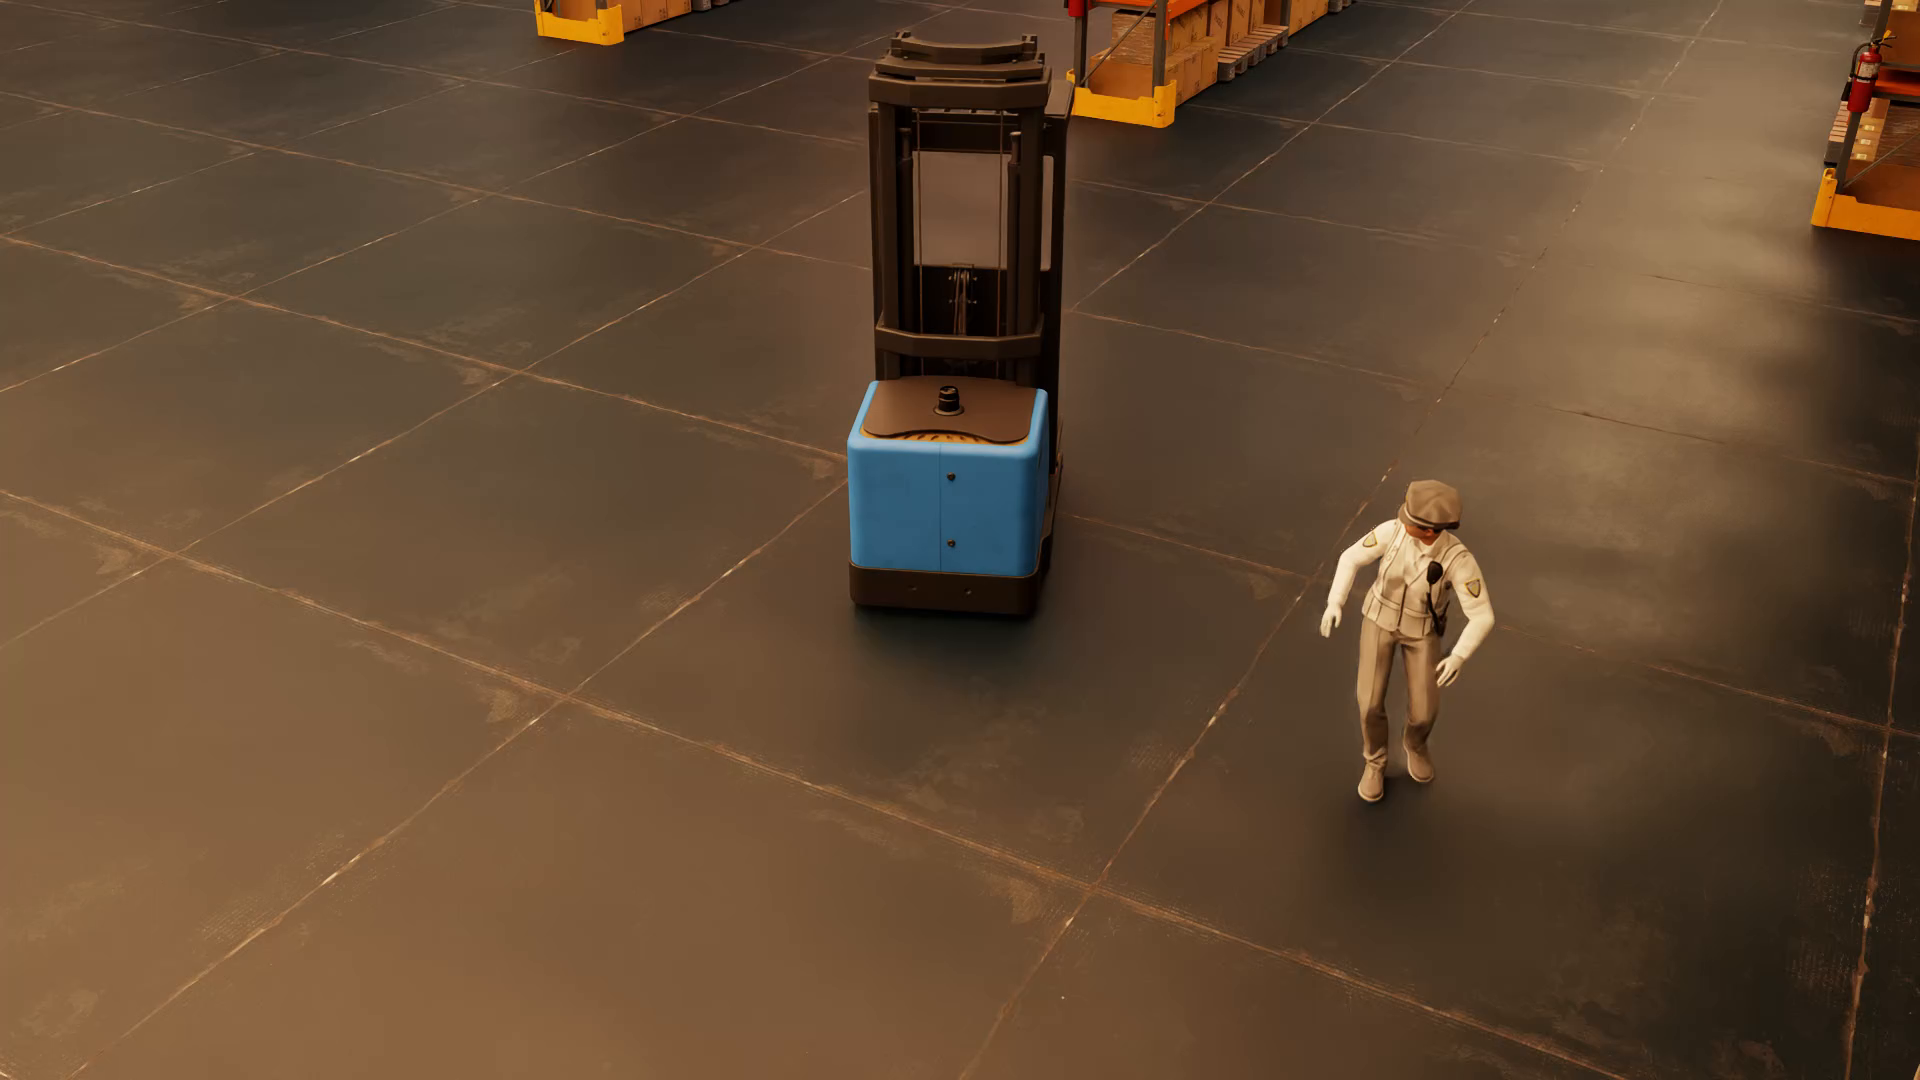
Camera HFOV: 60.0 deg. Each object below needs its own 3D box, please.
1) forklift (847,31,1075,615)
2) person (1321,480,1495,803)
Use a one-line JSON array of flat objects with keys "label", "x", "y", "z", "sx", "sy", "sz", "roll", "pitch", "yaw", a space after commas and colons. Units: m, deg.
[{"label": "forklift", "x": 0.072, "y": -1.572, "z": 9.794, "sx": 1.130, "sy": 2.935, "sz": 3.031, "roll": 3, "pitch": 30, "yaw": 6}, {"label": "person", "x": 2.025, "y": 0.480, "z": 7.590, "sx": 0.742, "sy": 1.594, "sz": 0.672, "roll": 12, "pitch": 32, "yaw": 19}]
